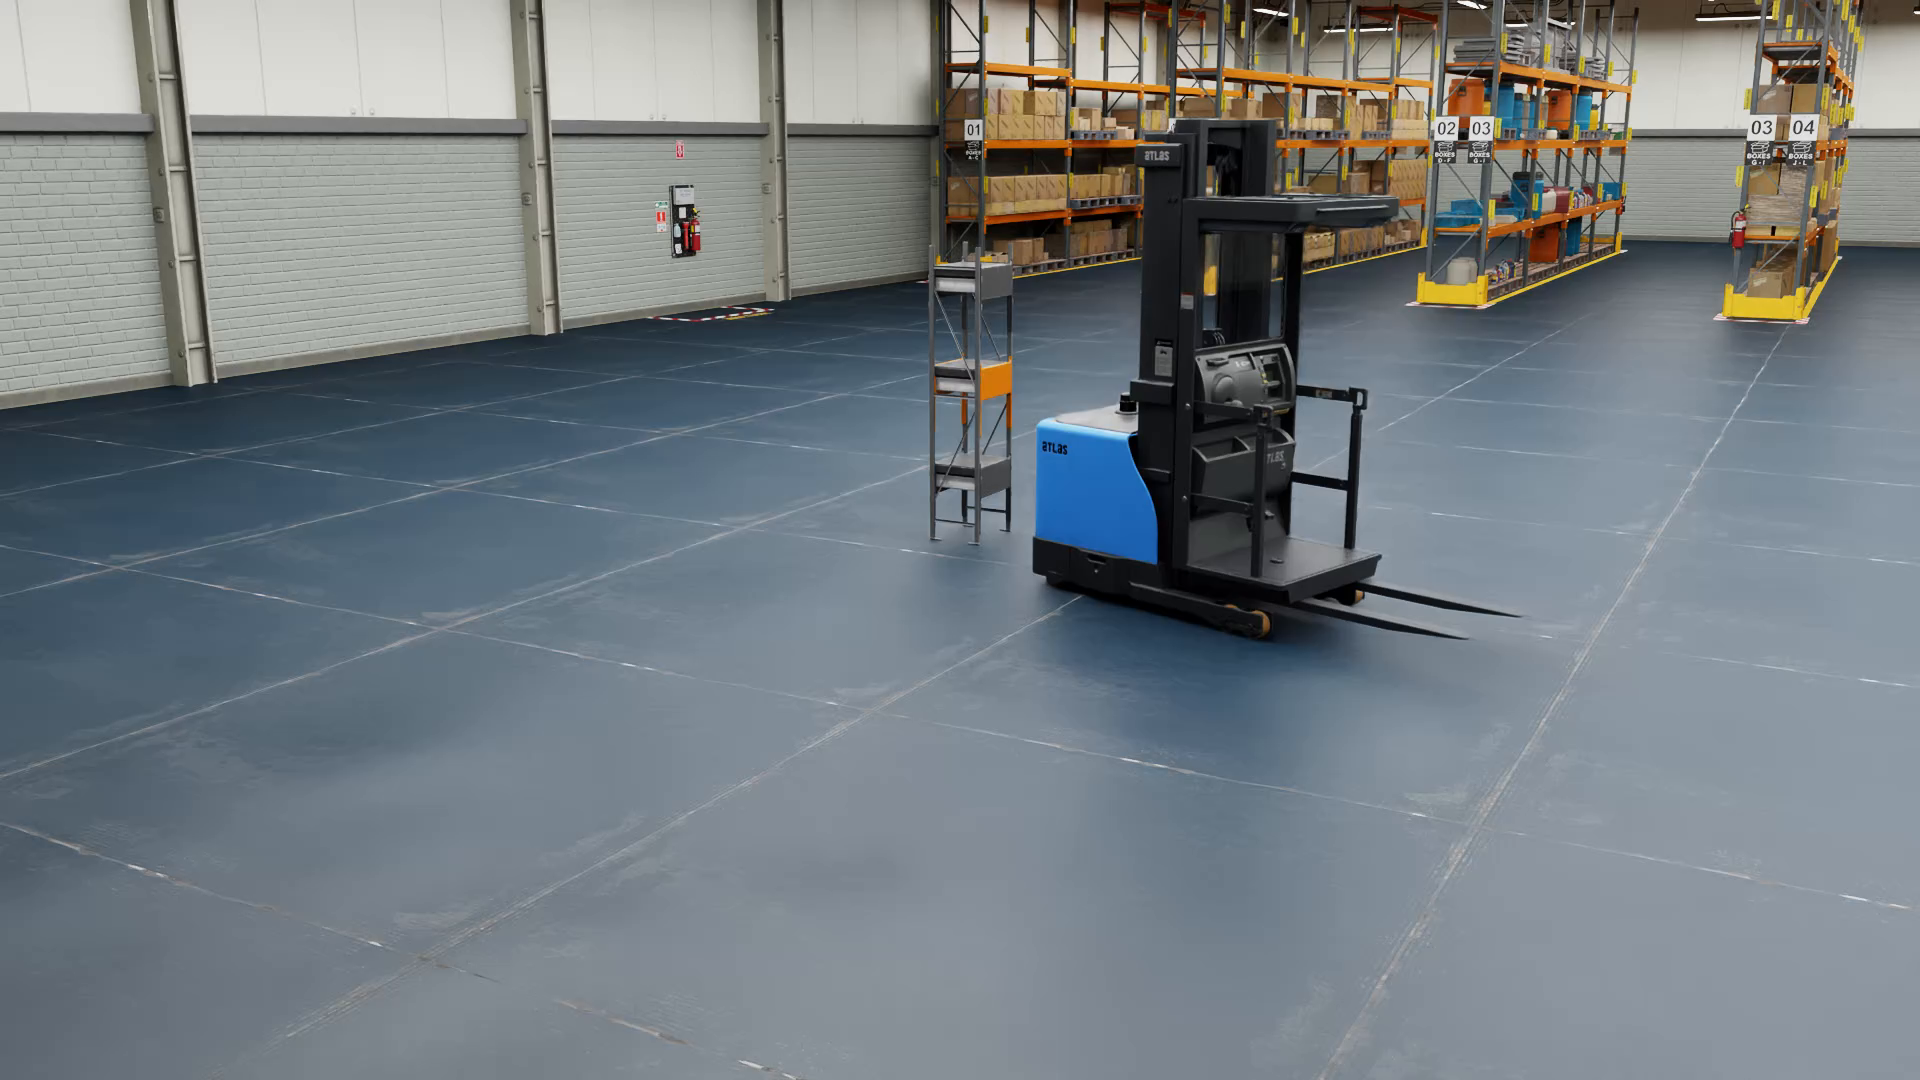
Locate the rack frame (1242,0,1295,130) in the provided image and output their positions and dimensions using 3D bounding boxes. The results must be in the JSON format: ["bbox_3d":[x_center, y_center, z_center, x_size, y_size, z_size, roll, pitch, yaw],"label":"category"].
[{"bbox_3d":[6.314,-9.943,34.074,1.000,3.000,0.127,7,15,28],"label":"rack frame"}]

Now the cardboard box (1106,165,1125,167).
[{"bbox_3d":[3.901,-9.097,40.877,0.500,0.250,0.500,8,16,30],"label":"cardboard box"}]

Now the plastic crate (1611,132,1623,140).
[{"bbox_3d":[16.222,-10.047,41.358,0.450,0.188,0.336,7,15,28],"label":"plastic crate"}]

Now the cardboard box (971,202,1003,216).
[{"bbox_3d":[0.556,-6.767,33.979,0.500,0.250,0.500,7,15,26],"label":"cardboard box"}]

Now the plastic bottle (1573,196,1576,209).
[{"bbox_3d":[13.672,-7.512,37.042,0.061,0.283,0.133,7,15,28],"label":"plastic bottle"}]

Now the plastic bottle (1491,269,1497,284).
[{"bbox_3d":[9.864,-4.868,30.707,0.097,0.271,0.097,0,14,0],"label":"plastic bottle"}]

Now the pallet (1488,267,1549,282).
[{"bbox_3d":[11.582,-5.525,34.502,1.003,0.211,1.213,7,15,28],"label":"pallet"}]

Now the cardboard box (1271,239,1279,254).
[{"bbox_3d":[6.732,-6.223,35.219,0.500,0.311,0.500,7,15,28],"label":"cardboard box"}]

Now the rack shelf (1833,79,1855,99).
[{"bbox_3d":[19.818,-10.327,38.057,1.077,0.370,4.000,7,15,28],"label":"rack shelf"}]

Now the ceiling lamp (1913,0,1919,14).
[{"bbox_3d":[24.302,-14.382,40.036,2.000,3.185,0.800,7,15,28],"label":"ceiling lamp"}]

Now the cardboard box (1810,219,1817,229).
[{"bbox_3d":[14.811,-5.545,29.169,0.380,0.149,0.250,7,15,28],"label":"cardboard box"}]

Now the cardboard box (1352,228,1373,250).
[{"bbox_3d":[9.704,-7.329,40.429,0.500,0.500,0.500,8,16,29],"label":"cardboard box"}]

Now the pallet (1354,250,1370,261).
[{"bbox_3d":[9.232,-6.889,40.160,1.003,0.211,1.213,7,15,28],"label":"pallet"}]

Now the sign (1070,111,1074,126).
[{"bbox_3d":[2.454,-9.236,36.442,0.100,0.325,0.005,7,15,28],"label":"sign"}]

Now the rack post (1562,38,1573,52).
[{"bbox_3d":[12.873,-10.623,35.796,0.624,0.289,0.986,7,15,28],"label":"rack post"}]

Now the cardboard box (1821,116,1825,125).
[{"bbox_3d":[14.447,-7.112,28.201,0.380,0.149,0.250,8,16,31],"label":"cardboard box"}]

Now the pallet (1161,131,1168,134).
[{"bbox_3d":[4.712,-10.142,41.703,1.003,0.211,1.213,8,16,31],"label":"pallet"}]

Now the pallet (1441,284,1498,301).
[{"bbox_3d":[9.107,-4.475,30.145,1.003,0.211,1.213,7,15,28],"label":"pallet"}]

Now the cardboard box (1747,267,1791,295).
[{"bbox_3d":[13.626,-4.324,28.007,0.500,0.500,0.500,13,19,43],"label":"cardboard box"}]

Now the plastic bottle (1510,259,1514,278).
[{"bbox_3d":[10.589,-5.225,32.022,0.144,0.351,0.185,7,15,27],"label":"plastic bottle"}]

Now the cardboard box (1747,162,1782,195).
[{"bbox_3d":[13.100,-5.902,27.135,0.500,0.500,0.500,7,15,28],"label":"cardboard box"}]

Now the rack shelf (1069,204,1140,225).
[{"bbox_3d":[2.942,-7.647,38.888,1.077,0.370,4.000,7,15,28],"label":"rack shelf"}]

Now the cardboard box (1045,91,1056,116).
[{"bbox_3d":[1.714,-9.341,35.592,0.500,0.500,0.500,8,16,31],"label":"cardboard box"}]

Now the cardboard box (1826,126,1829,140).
[{"bbox_3d":[14.992,-7.165,29.274,0.500,0.250,0.500,8,16,30],"label":"cardboard box"}]

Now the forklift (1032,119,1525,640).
[{"bbox_3d":[1.871,-0.986,9.870,1.130,2.935,3.031,-13,19,-43],"label":"forklift"}]

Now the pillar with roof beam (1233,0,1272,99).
[{"bbox_3d":[12.093,-13.129,47.292,9.100,9.000,0.548,7,15,28],"label":"pillar with roof beam"}]

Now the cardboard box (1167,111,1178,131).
[{"bbox_3d":[5.109,-10.659,42.294,0.700,0.500,0.500,7,15,27],"label":"cardboard box"}]

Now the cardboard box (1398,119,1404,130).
[{"bbox_3d":[10.874,-10.470,41.916,0.500,0.250,0.500,7,15,28],"label":"cardboard box"}]

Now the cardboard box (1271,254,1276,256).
[{"bbox_3d":[6.726,-5.948,35.277,0.500,0.250,0.500,7,15,27],"label":"cardboard box"}]

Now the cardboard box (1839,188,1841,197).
[{"bbox_3d":[20.537,-8.203,39.345,0.500,0.250,0.500,7,15,27],"label":"cardboard box"}]

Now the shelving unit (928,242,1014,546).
[{"bbox_3d":[0.080,-1.055,11.928,0.431,2.100,0.503,7,15,28],"label":"shelving unit"}]

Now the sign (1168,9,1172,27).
[{"bbox_3d":[3.912,-9.679,30.818,0.100,0.325,0.005,7,15,28],"label":"sign"}]

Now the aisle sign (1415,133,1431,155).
[{"bbox_3d":[12.416,-10.731,44.599,0.394,0.787,0.004,7,15,28],"label":"aisle sign"}]

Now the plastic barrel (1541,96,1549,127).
[{"bbox_3d":[11.995,-8.843,34.843,0.600,0.901,0.600,0,14,0],"label":"plastic barrel"}]

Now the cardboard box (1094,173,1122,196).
[{"bbox_3d":[3.444,-8.454,39.550,0.700,0.500,0.500,6,15,23],"label":"cardboard box"}]

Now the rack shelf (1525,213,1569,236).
[{"bbox_3d":[11.615,-6.525,34.233,1.077,0.370,4.000,7,15,28],"label":"rack shelf"}]

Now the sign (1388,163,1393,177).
[{"bbox_3d":[10.669,-9.168,41.192,0.100,0.325,0.005,7,15,28],"label":"sign"}]

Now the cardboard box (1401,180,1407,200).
[{"bbox_3d":[11.155,-8.998,42.741,0.500,0.500,0.500,7,15,28],"label":"cardboard box"}]

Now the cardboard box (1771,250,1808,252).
[{"bbox_3d":[16.086,-5.350,32.221,0.700,0.500,0.500,9,16,33],"label":"cardboard box"}]

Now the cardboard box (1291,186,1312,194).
[{"bbox_3d":[7.450,-7.549,36.734,0.500,0.500,0.500,6,15,25],"label":"cardboard box"}]

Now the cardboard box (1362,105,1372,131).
[{"bbox_3d":[9.570,-10.192,40.188,0.600,0.600,0.600,7,15,27],"label":"cardboard box"}]

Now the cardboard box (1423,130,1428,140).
[{"bbox_3d":[12.097,-10.738,44.094,0.500,0.250,0.500,7,15,28],"label":"cardboard box"}]

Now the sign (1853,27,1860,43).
[{"bbox_3d":[19.332,-10.894,35.860,0.100,0.325,0.005,7,15,28],"label":"sign"}]

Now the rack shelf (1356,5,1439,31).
[{"bbox_3d":[11.148,-13.260,42.279,1.077,0.370,4.000,7,15,28],"label":"rack shelf"}]

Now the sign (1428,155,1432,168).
[{"bbox_3d":[12.591,-10.138,44.539,0.100,0.325,0.005,7,15,28],"label":"sign"}]

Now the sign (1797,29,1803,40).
[{"bbox_3d":[18.377,-11.060,36.377,0.100,0.325,0.005,7,15,28],"label":"sign"}]

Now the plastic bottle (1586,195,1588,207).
[{"bbox_3d":[14.431,-7.853,38.471,0.152,0.276,0.135,7,15,28],"label":"plastic bottle"}]

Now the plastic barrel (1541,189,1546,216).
[{"bbox_3d":[11.657,-6.852,33.766,0.433,0.535,0.433,0,14,0],"label":"plastic barrel"}]

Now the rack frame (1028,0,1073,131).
[{"bbox_3d":[1.975,-10.503,36.399,1.000,3.000,0.127,7,15,28],"label":"rack frame"}]

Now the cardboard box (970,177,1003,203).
[{"bbox_3d":[0.536,-7.131,33.890,0.500,0.500,0.500,7,15,28],"label":"cardboard box"}]

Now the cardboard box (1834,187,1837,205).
[{"bbox_3d":[18.864,-7.466,36.389,0.500,0.500,0.500,7,15,28],"label":"cardboard box"}]

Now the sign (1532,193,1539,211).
[{"bbox_3d":[11.124,-6.534,32.146,0.100,0.325,0.005,7,15,28],"label":"sign"}]

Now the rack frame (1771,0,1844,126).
[{"bbox_3d":[14.984,-8.819,29.415,1.000,3.000,0.127,7,15,28],"label":"rack frame"}]

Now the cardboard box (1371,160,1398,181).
[{"bbox_3d":[10.655,-9.267,41.725,0.500,0.500,0.500,8,16,29],"label":"cardboard box"}]

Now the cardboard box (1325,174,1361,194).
[{"bbox_3d":[9.062,-8.408,39.398,0.700,0.500,0.500,11,17,38],"label":"cardboard box"}]

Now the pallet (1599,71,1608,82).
[{"bbox_3d":[14.142,-10.562,37.902,1.003,0.211,1.213,7,15,28],"label":"pallet"}]
